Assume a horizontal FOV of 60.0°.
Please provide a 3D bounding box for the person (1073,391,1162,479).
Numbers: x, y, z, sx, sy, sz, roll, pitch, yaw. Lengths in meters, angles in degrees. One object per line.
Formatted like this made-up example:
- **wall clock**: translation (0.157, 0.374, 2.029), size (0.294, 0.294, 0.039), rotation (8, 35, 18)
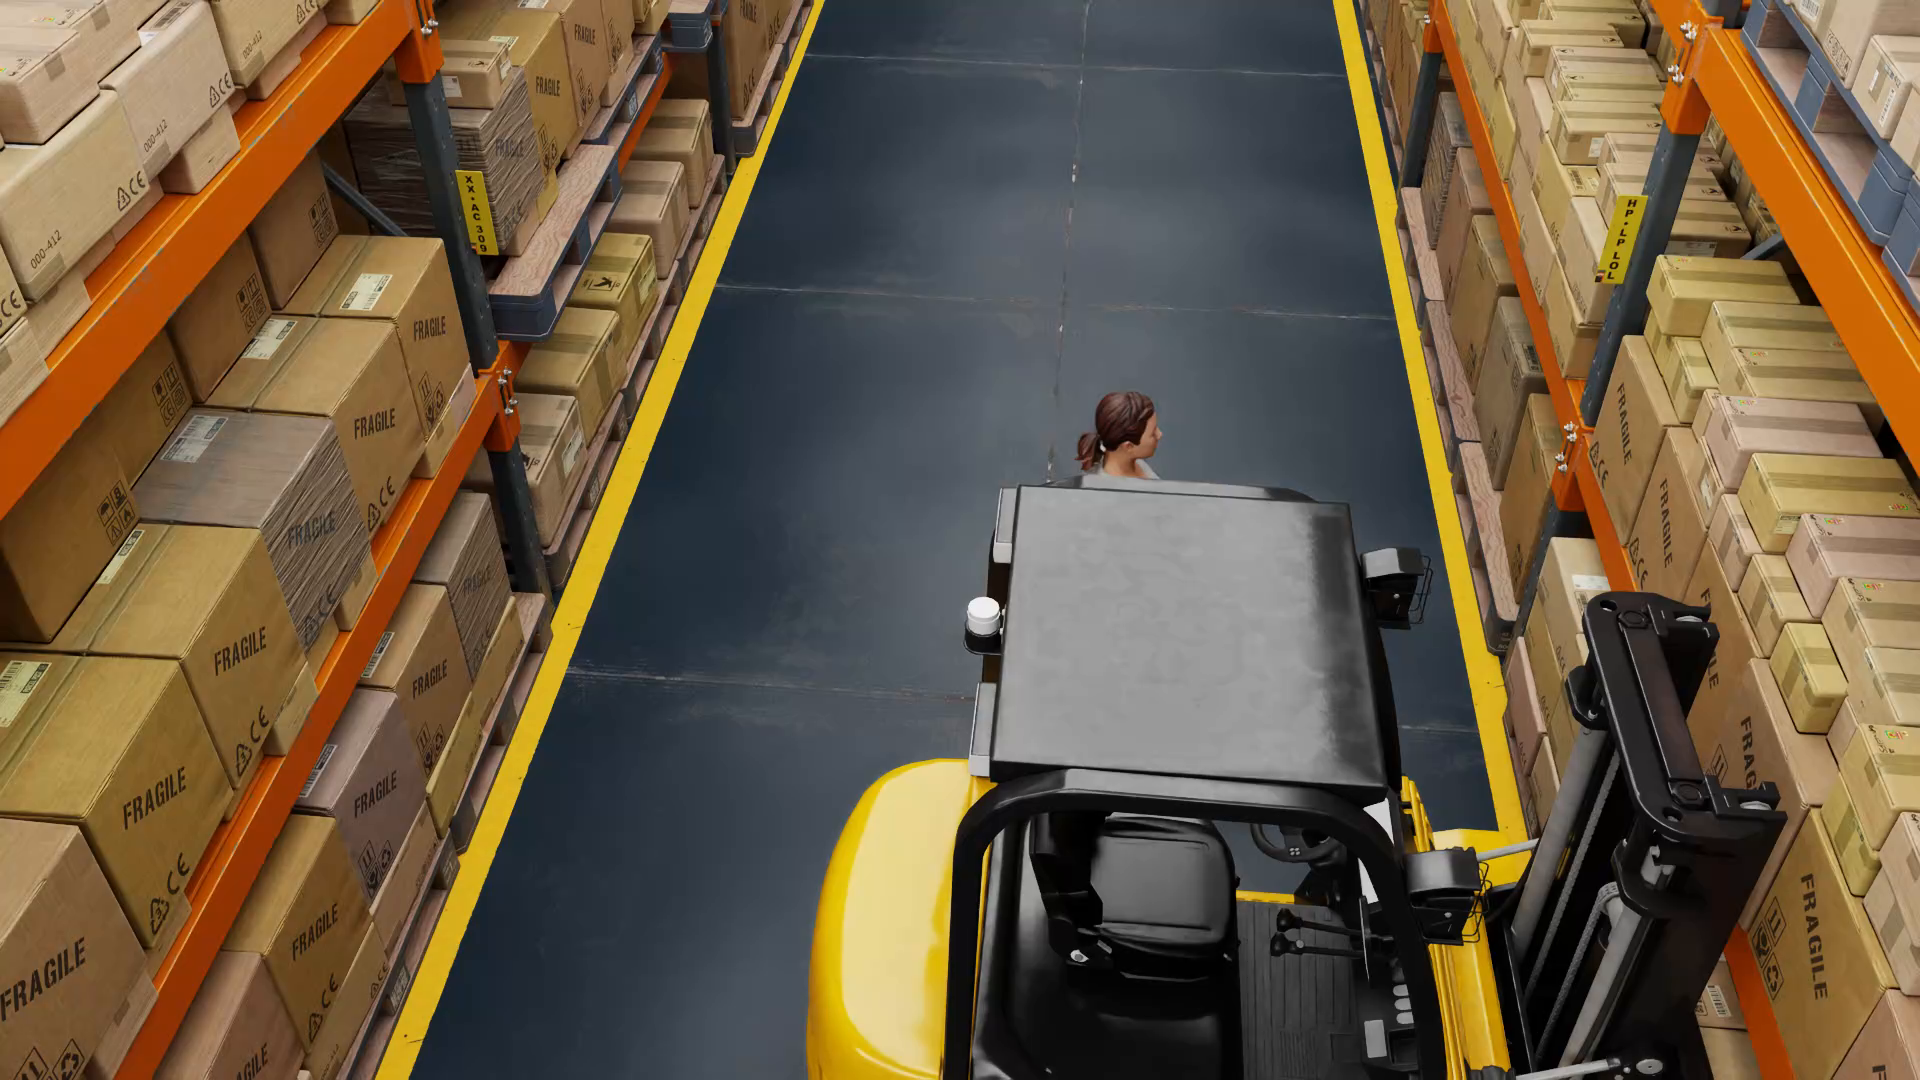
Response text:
- **person**: translation (0.556, 0.179, 5.968), size (0.355, 1.690, 0.438), rotation (4, 40, 5)
